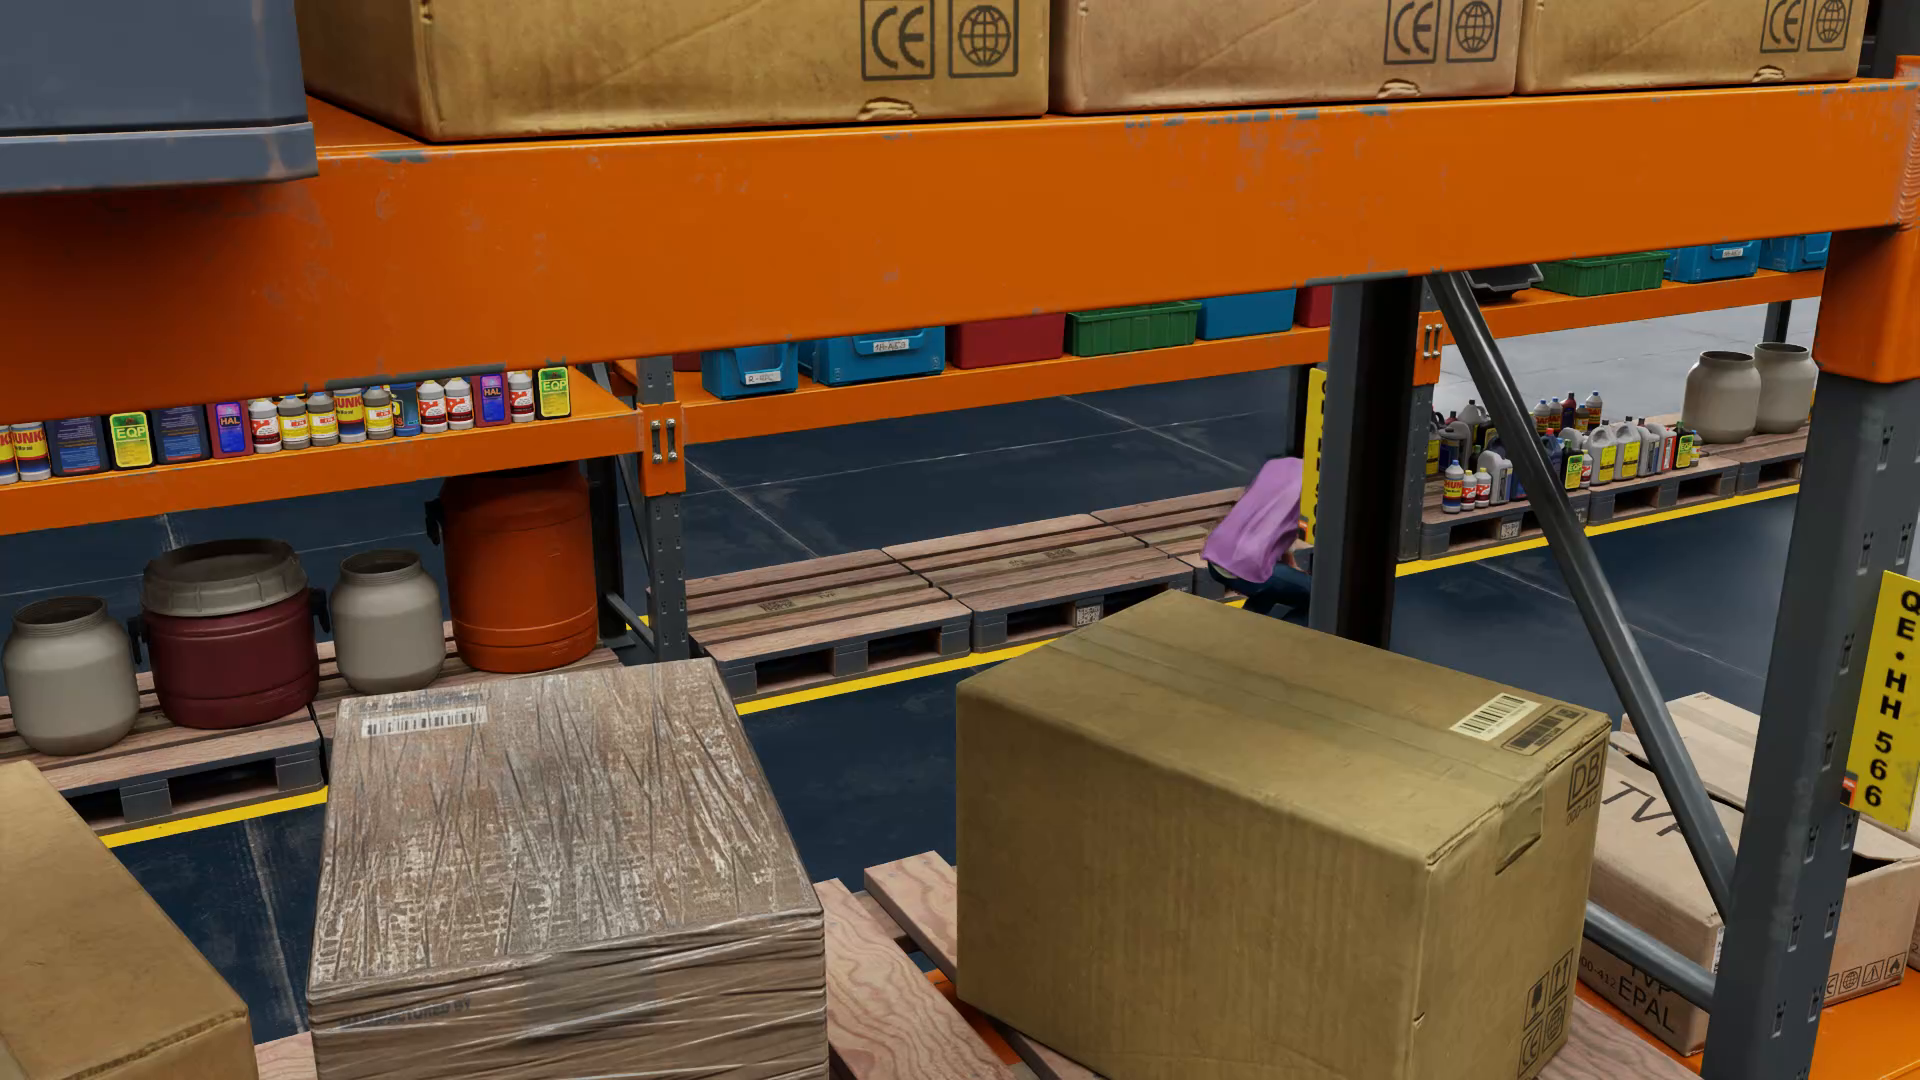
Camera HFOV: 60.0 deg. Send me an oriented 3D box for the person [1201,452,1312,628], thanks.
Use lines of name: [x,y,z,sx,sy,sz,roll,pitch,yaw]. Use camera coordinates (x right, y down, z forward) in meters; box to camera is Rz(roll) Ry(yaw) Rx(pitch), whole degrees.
person: [1.358,0.102,7.118,0.754,1.061,0.460,-10,21,-27]
